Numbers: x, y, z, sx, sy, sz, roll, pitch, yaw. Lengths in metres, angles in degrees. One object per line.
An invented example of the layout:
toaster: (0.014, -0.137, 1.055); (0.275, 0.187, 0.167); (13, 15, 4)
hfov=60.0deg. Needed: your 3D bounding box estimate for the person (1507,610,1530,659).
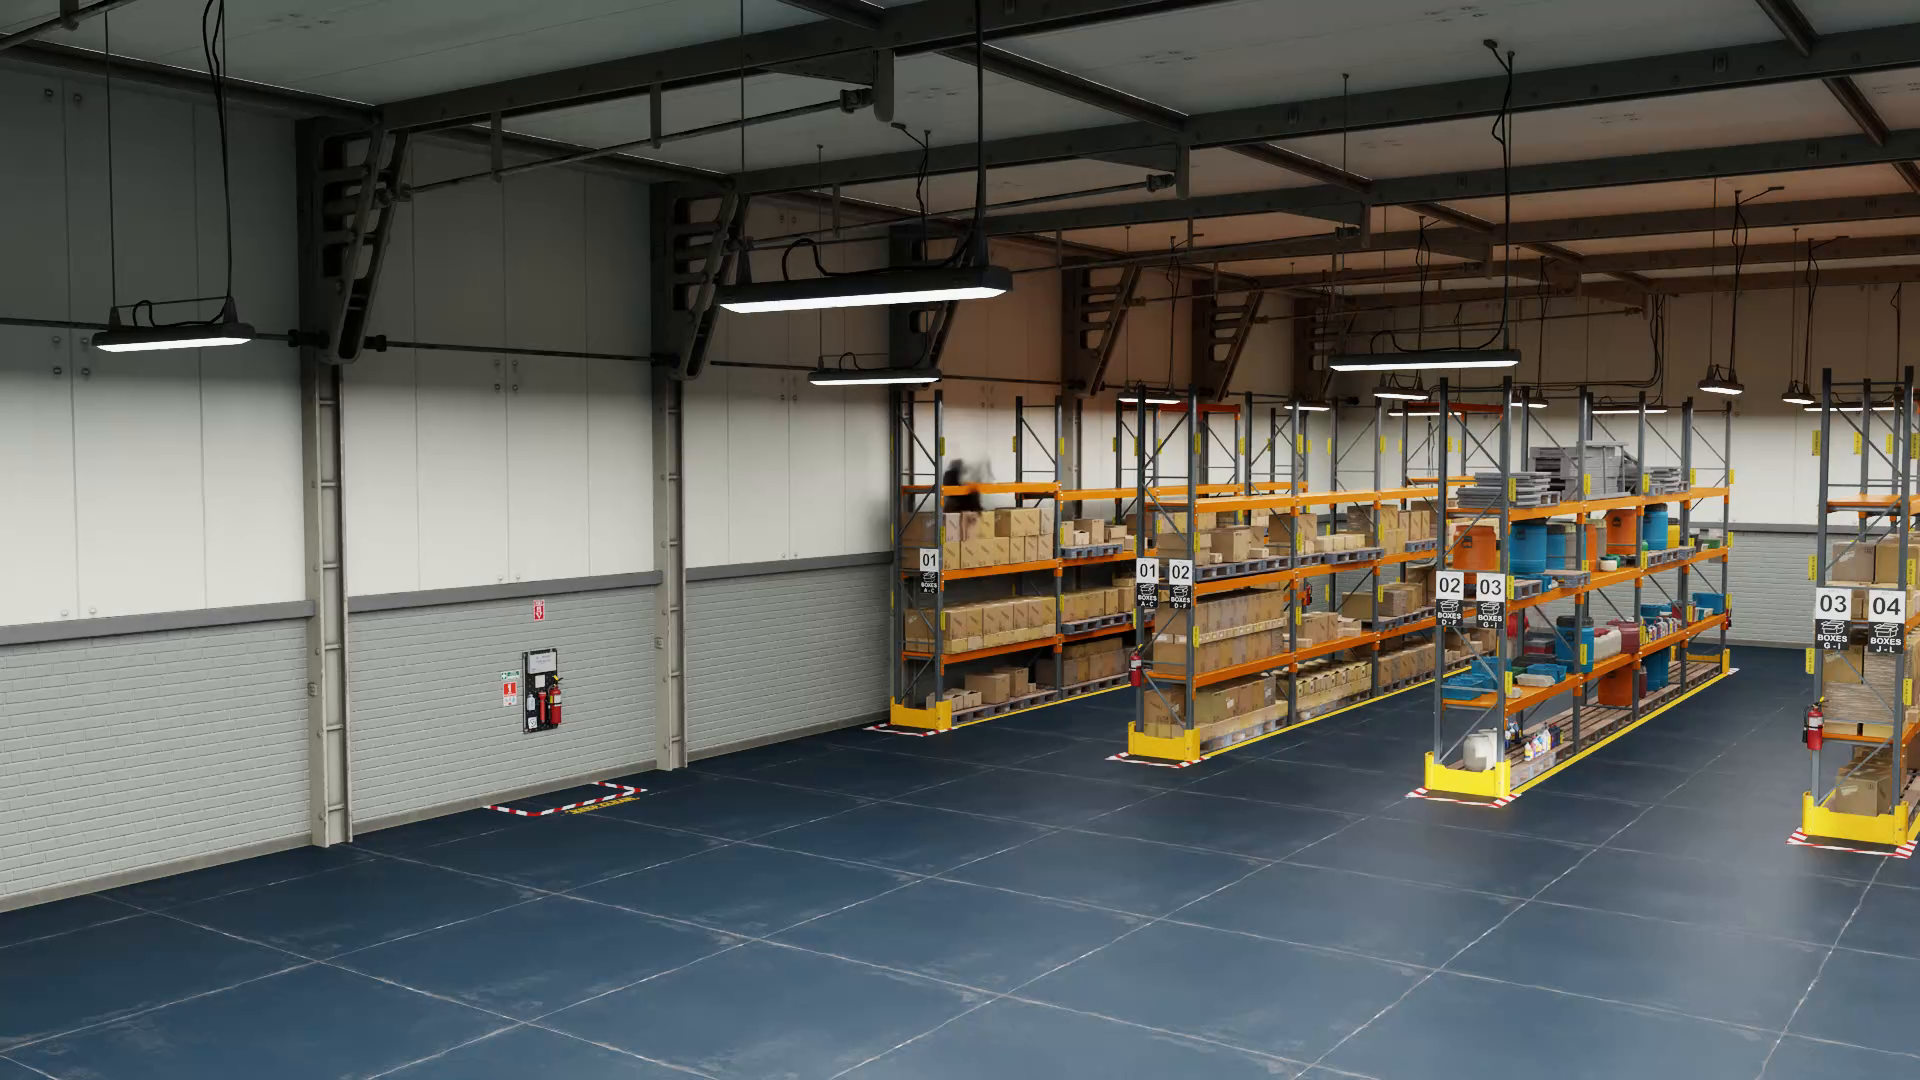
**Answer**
person: (11.653, 2.183, 35.003); (0.638, 1.748, 0.713); (1, 3, 21)
